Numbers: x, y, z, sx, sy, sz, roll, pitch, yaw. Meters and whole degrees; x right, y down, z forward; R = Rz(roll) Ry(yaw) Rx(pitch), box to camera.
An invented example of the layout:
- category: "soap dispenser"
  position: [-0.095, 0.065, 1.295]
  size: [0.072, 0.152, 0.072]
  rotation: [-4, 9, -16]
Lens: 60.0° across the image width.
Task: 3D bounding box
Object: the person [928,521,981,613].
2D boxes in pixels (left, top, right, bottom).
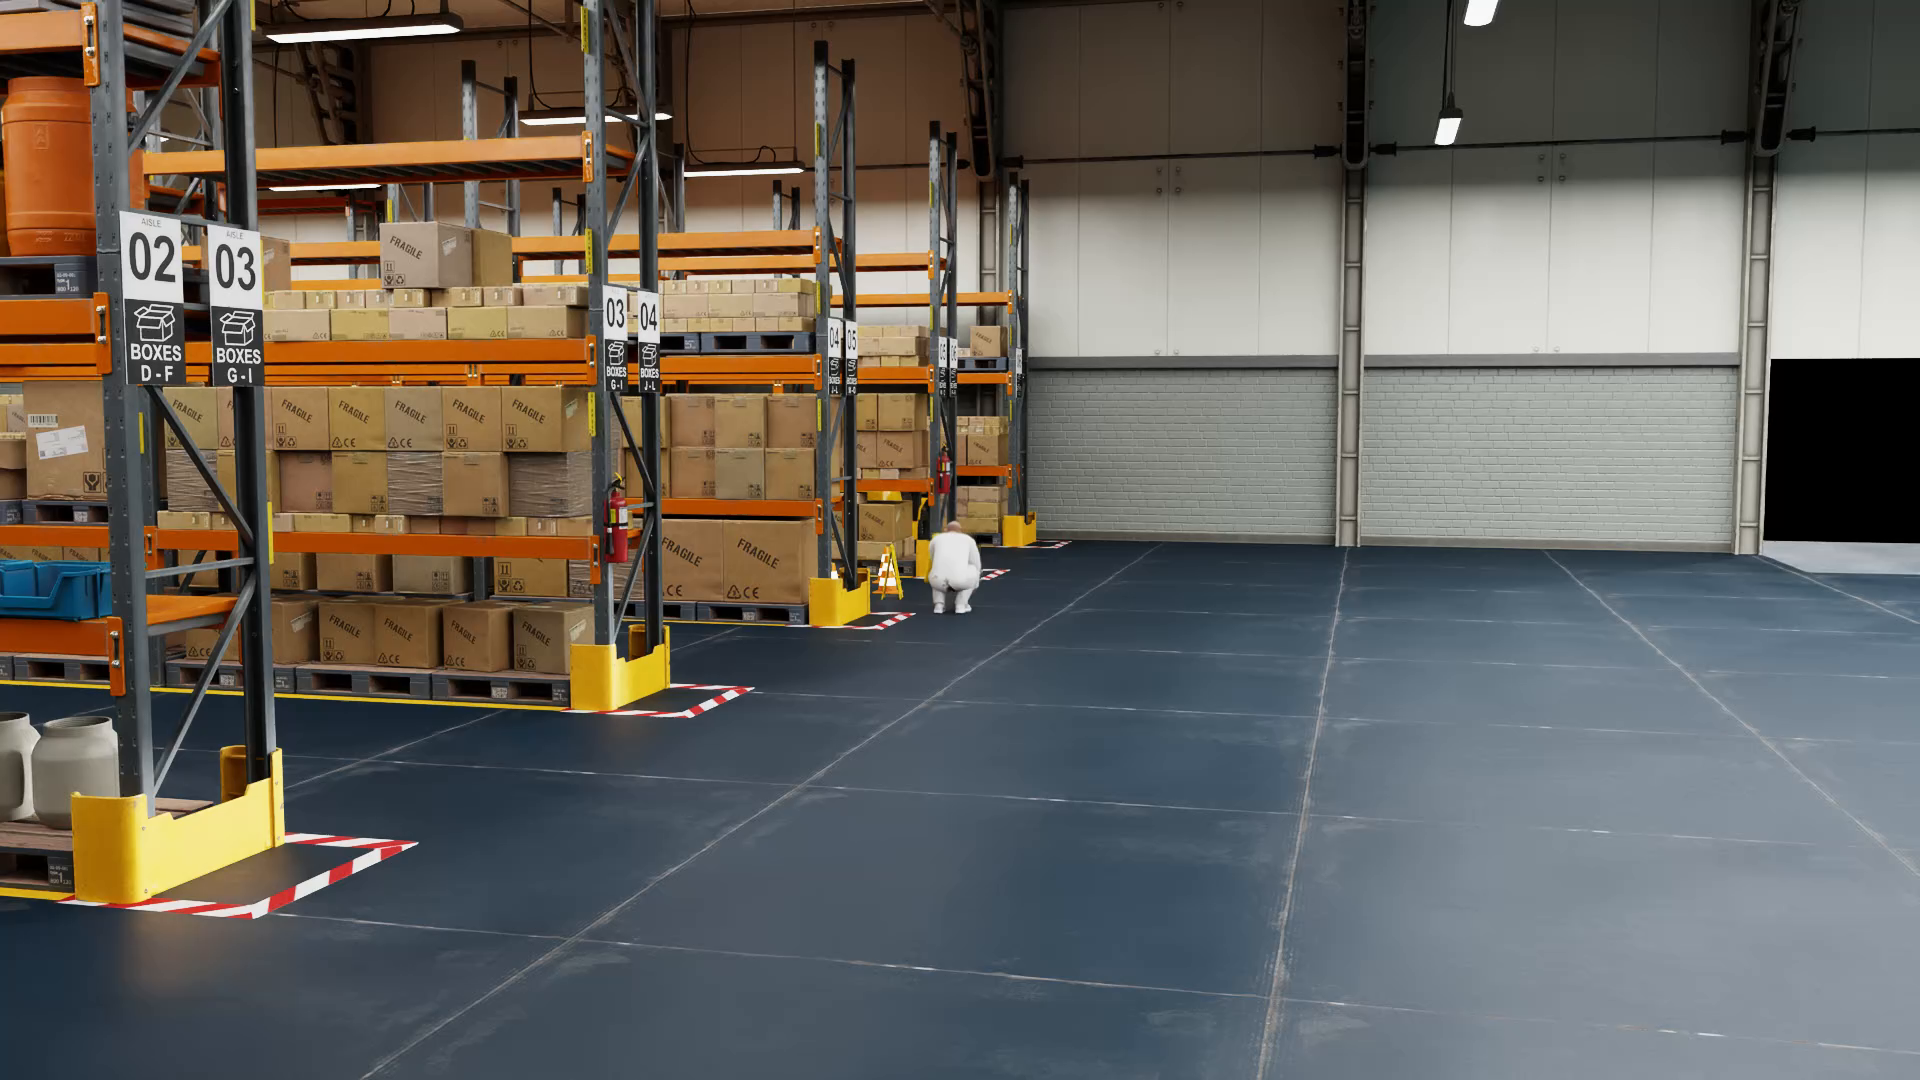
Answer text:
- category: "person"
  position: [-0.073, 0.301, 18.611]
  size: [0.601, 0.994, 0.913]
  rotation: [1, 5, 13]
